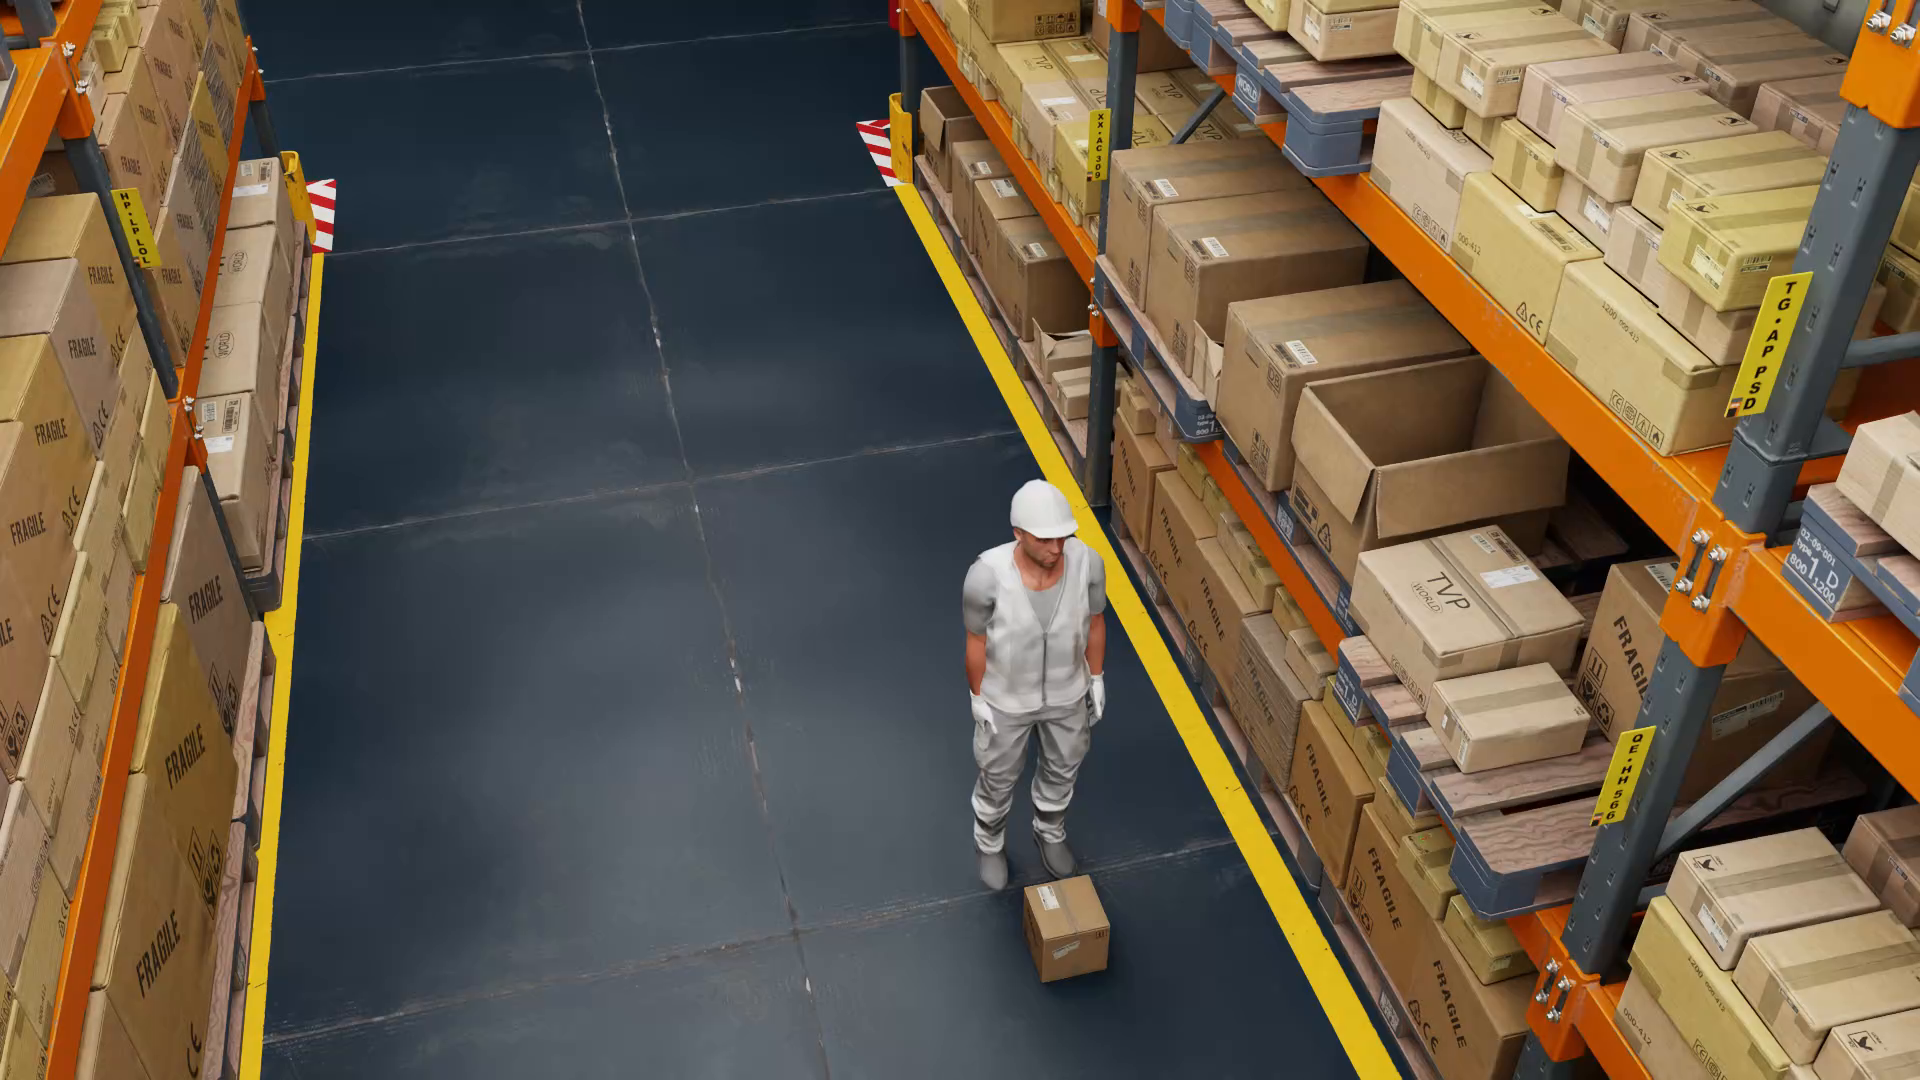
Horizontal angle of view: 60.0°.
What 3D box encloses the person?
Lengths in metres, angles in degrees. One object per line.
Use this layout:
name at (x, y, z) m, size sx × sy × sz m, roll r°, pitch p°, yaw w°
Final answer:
person at (0.274, 0.551, 6.003) m, size 0.524 × 1.809 × 0.344 m, roll -9°, pitch 39°, yaw -12°
